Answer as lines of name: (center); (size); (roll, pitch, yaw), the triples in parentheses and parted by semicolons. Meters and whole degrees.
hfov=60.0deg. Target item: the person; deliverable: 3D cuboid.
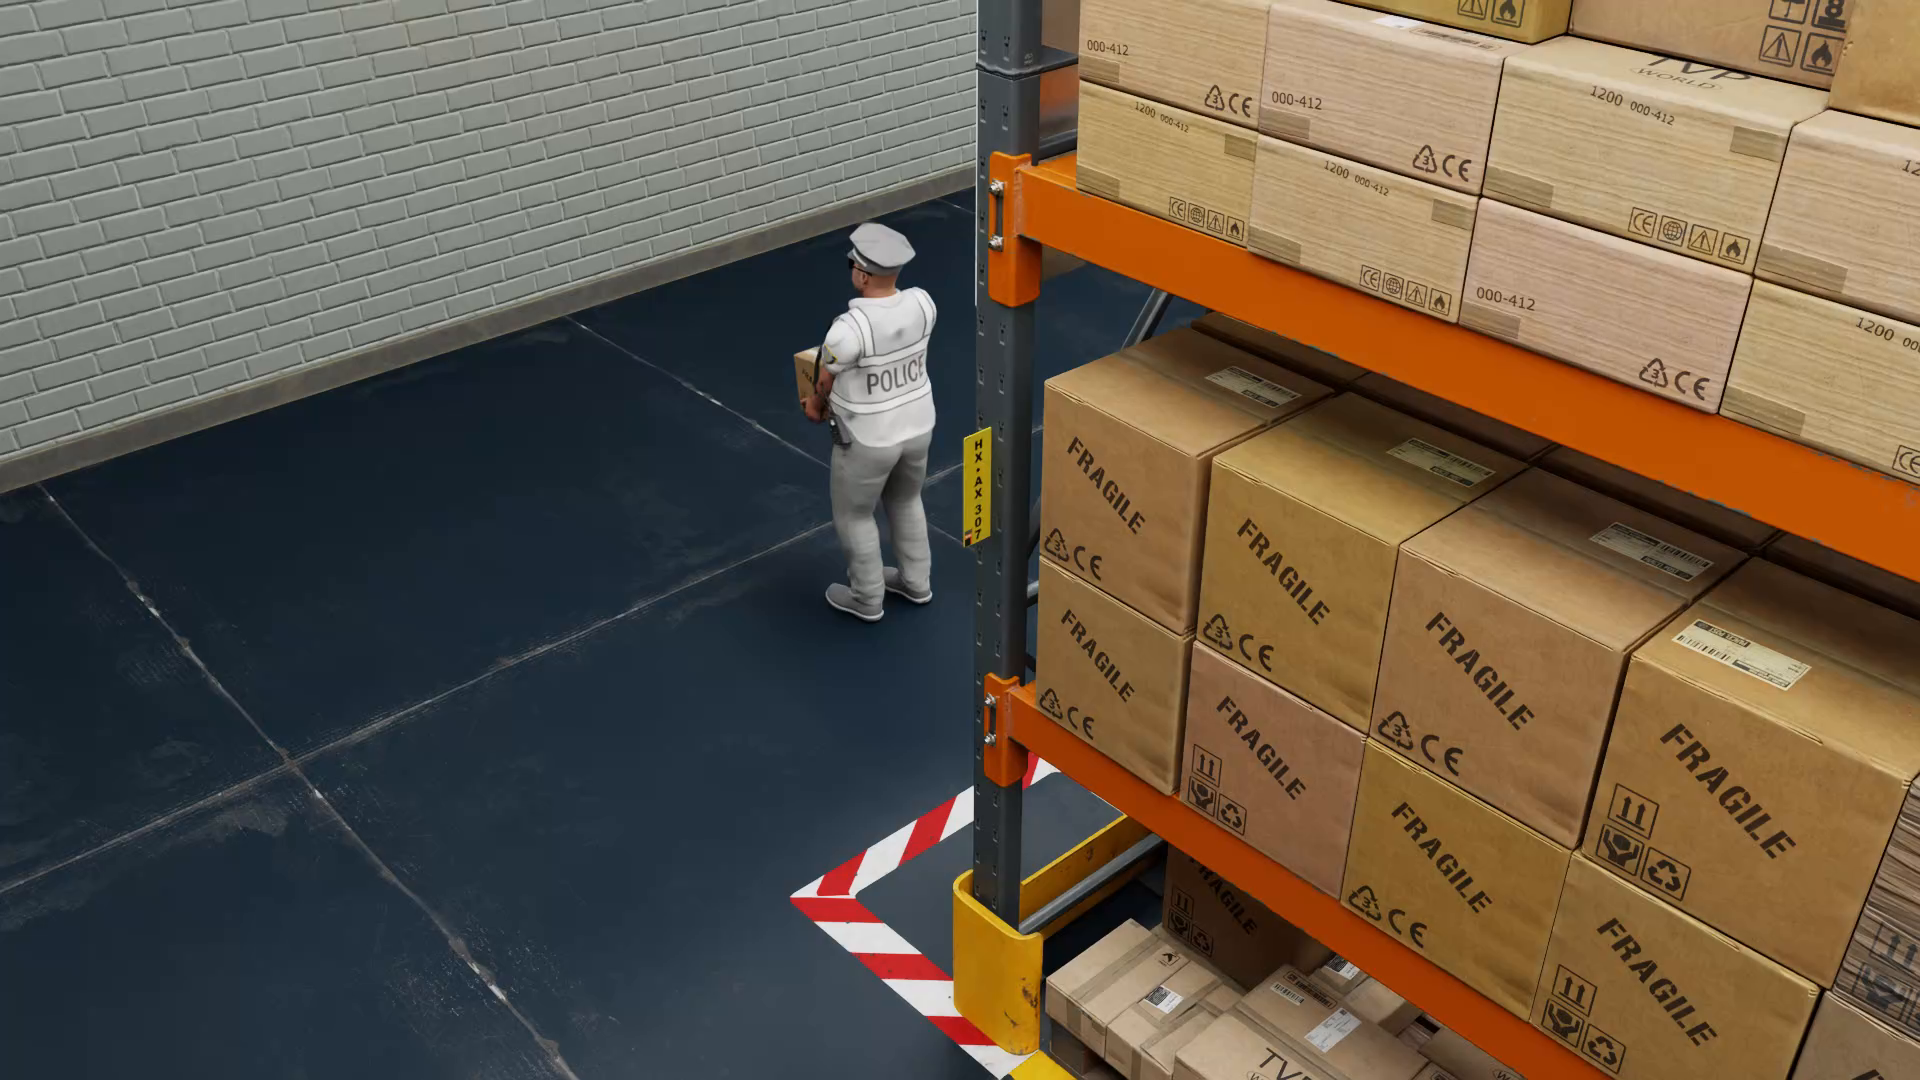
person: (-0.396, -0.488, 6.910); (0.490, 1.771, 0.566); (-26, 40, -35)
